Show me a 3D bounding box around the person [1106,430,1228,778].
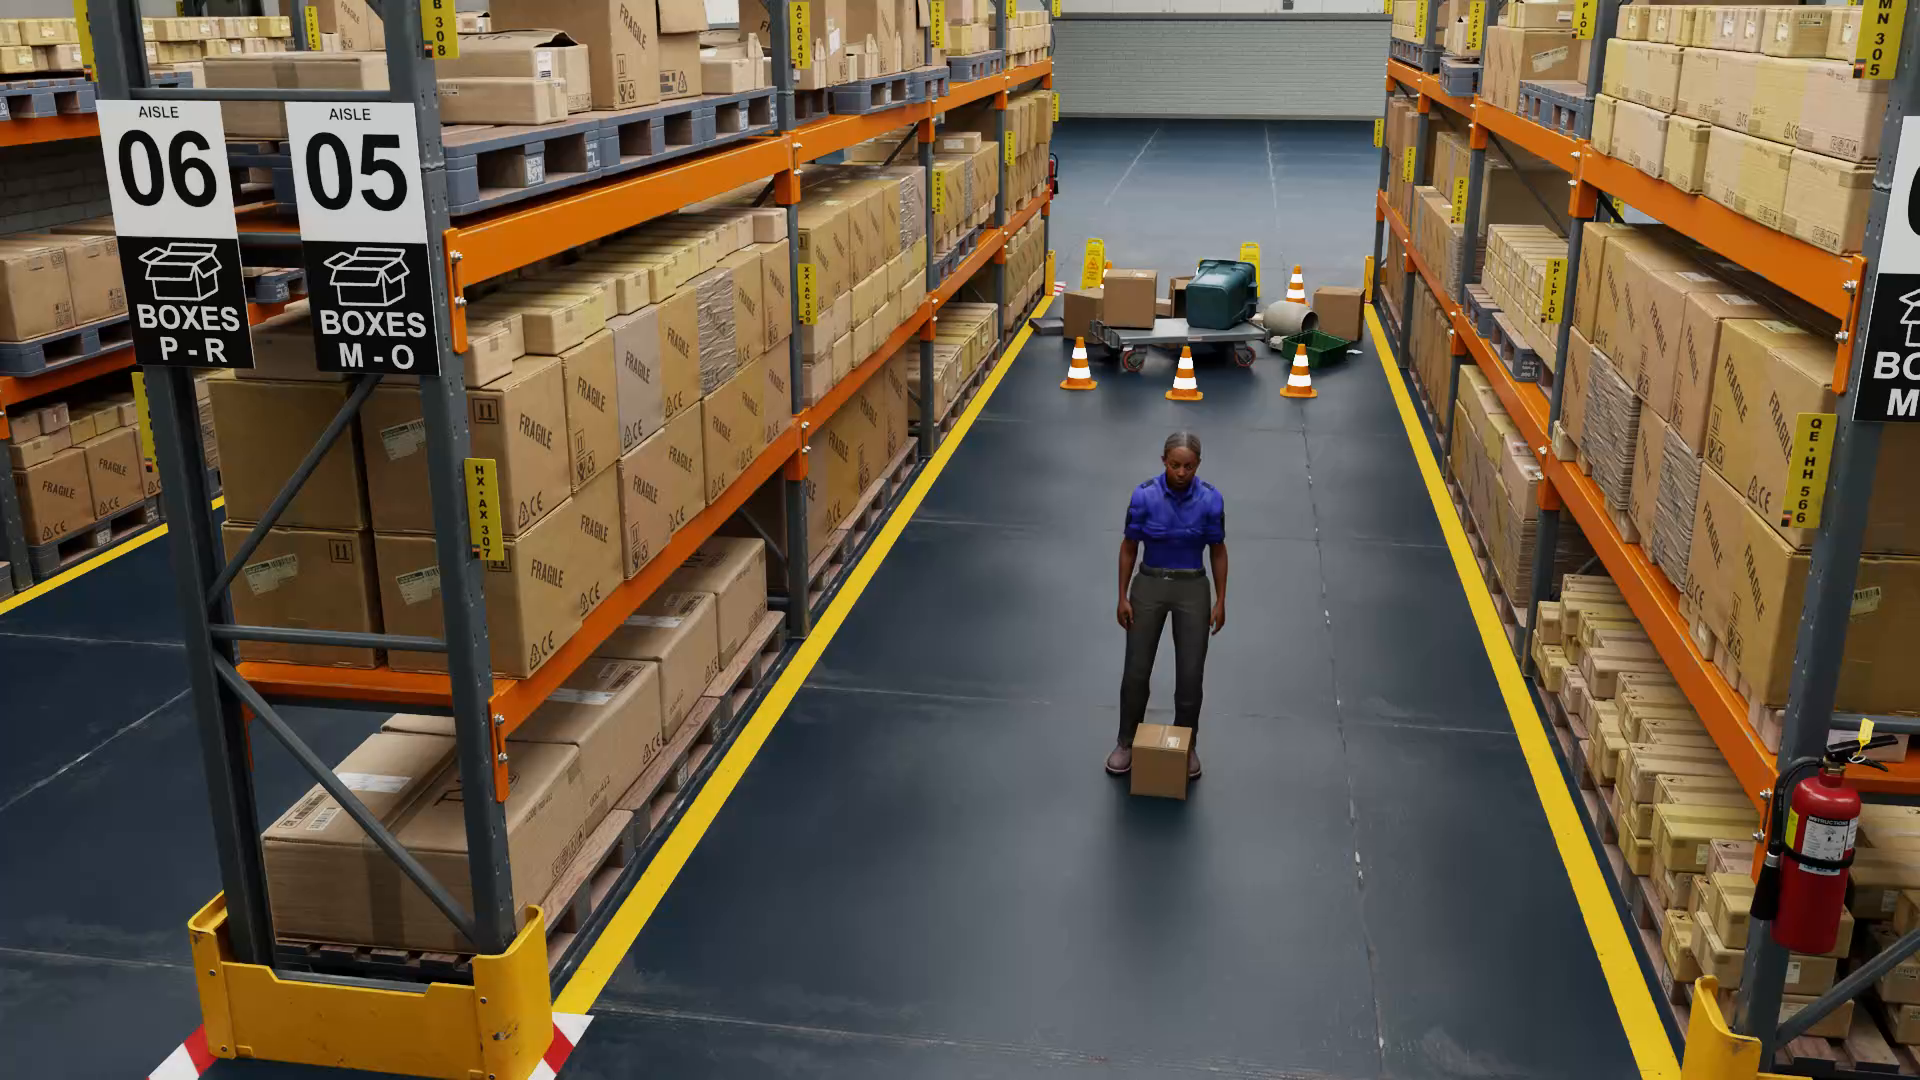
[{"bbox_3d":[0.965,0.282,7.693,0.530,1.656,0.346,2,18,6],"label":"person"}]
